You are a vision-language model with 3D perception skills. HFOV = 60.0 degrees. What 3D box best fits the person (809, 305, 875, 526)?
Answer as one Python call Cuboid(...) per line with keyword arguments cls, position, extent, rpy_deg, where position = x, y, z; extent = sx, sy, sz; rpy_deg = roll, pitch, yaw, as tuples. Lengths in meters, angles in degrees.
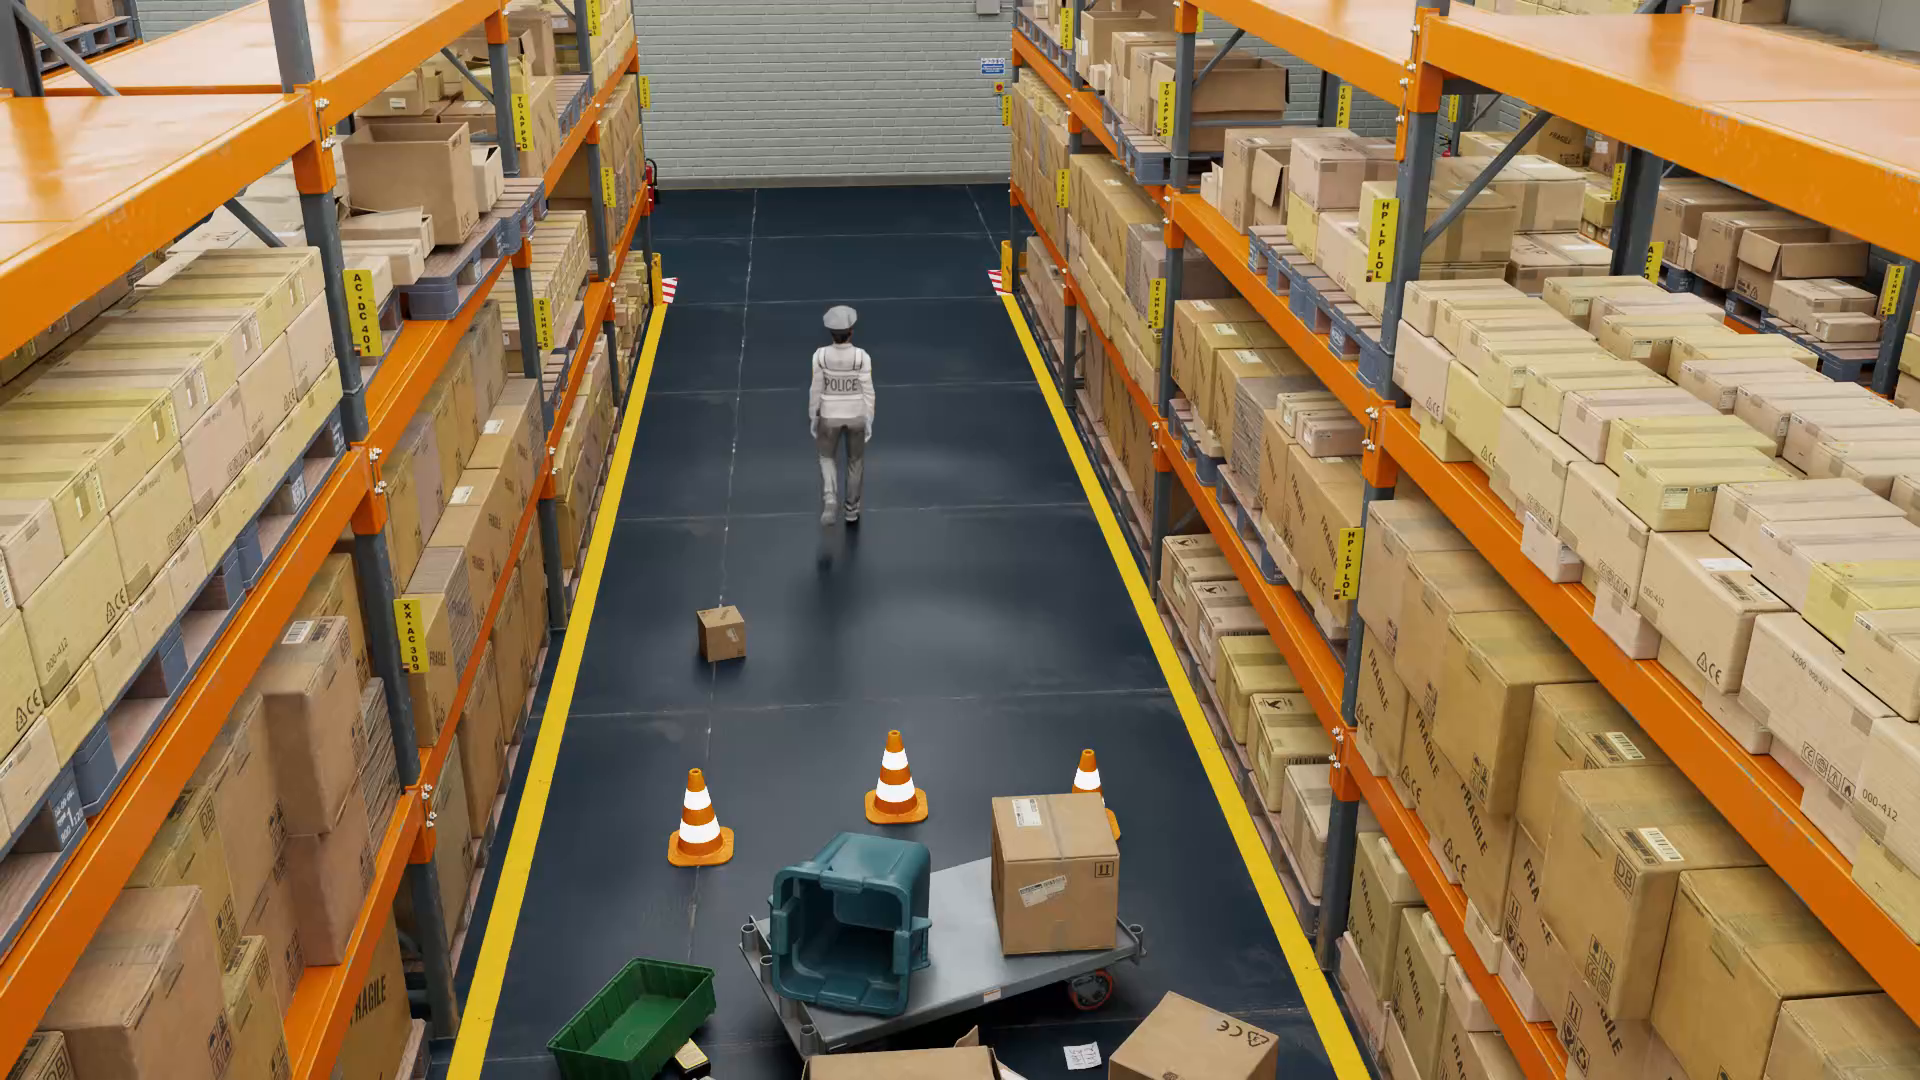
Cuboid(cls="person", position=(-0.866, -0.894, 12.229), extent=(0.493, 1.677, 0.577), rpy_deg=(0, 24, -1))
